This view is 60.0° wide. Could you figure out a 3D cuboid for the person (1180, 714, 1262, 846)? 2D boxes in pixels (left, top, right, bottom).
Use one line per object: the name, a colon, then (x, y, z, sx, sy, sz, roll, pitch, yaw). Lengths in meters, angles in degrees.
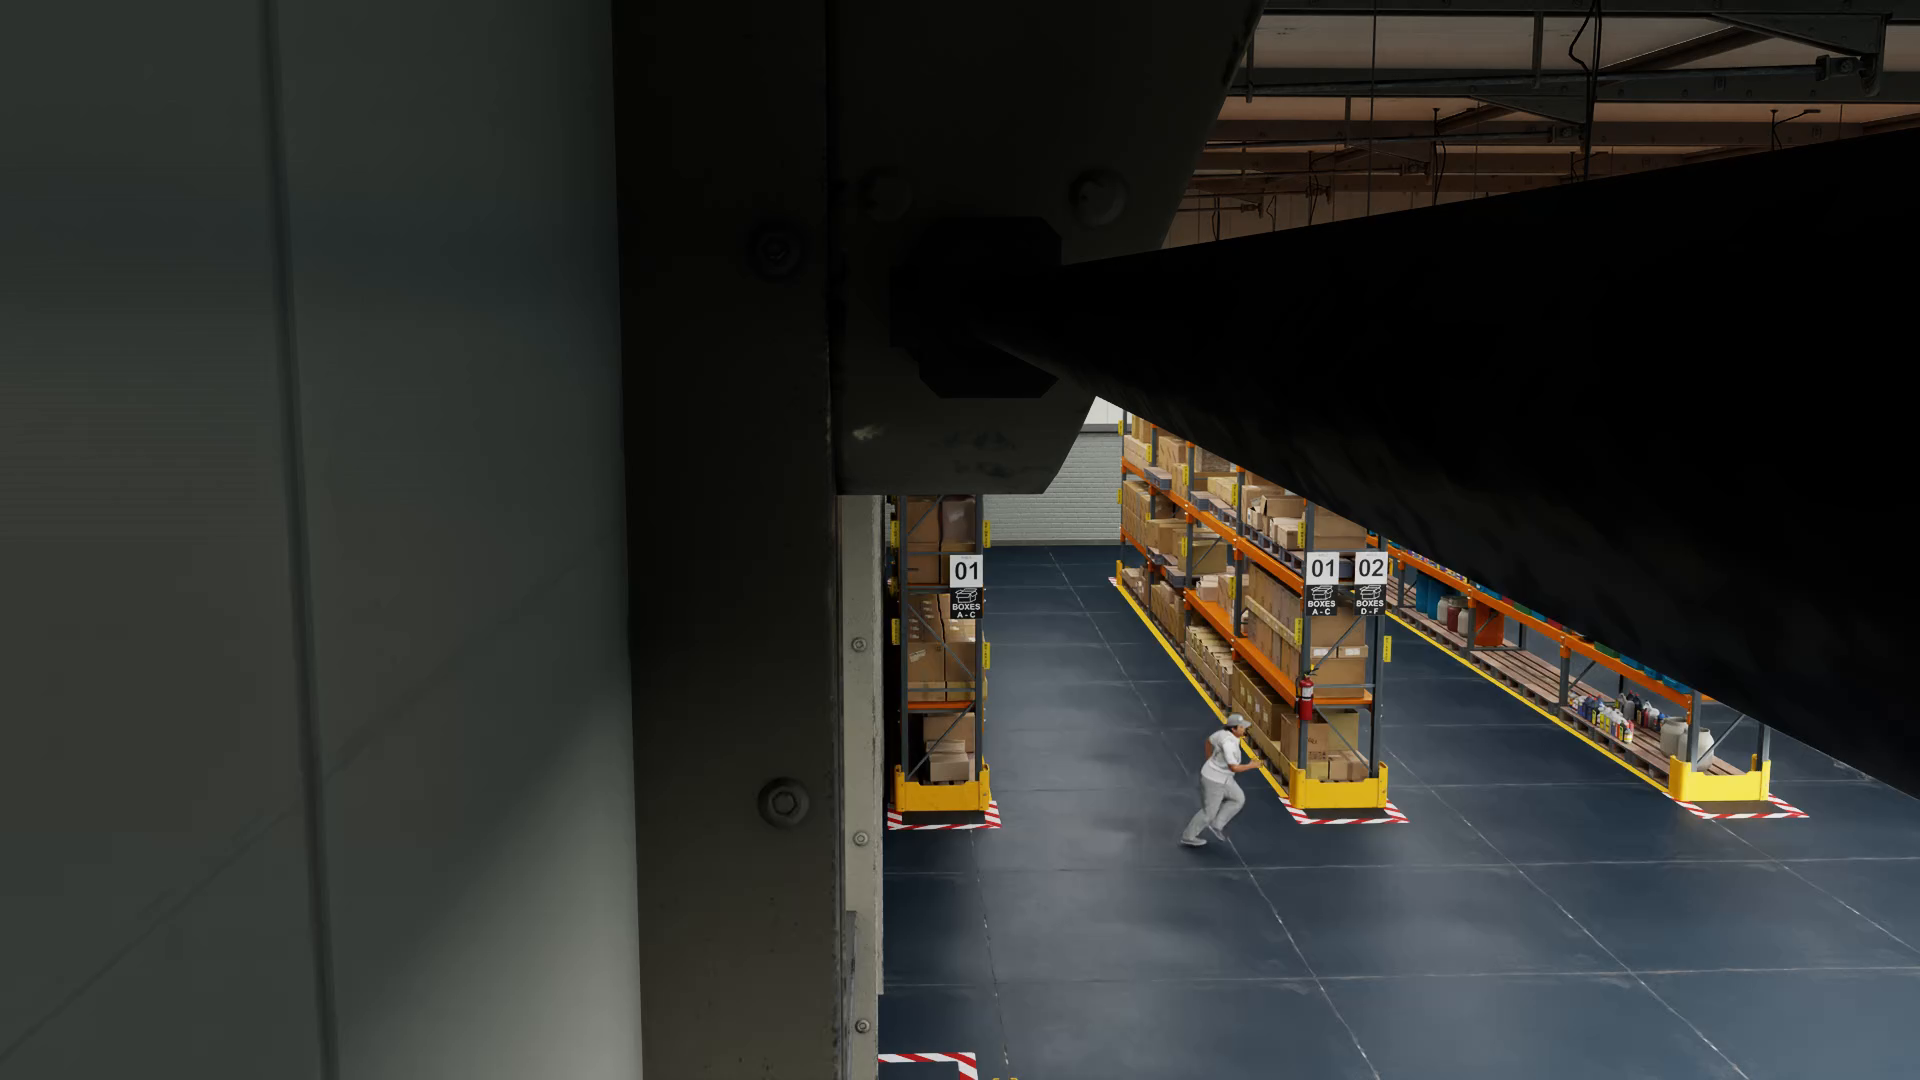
person: (3.001, 2.756, 19.083, 0.902, 1.573, 0.605, 2, 9, 11)
